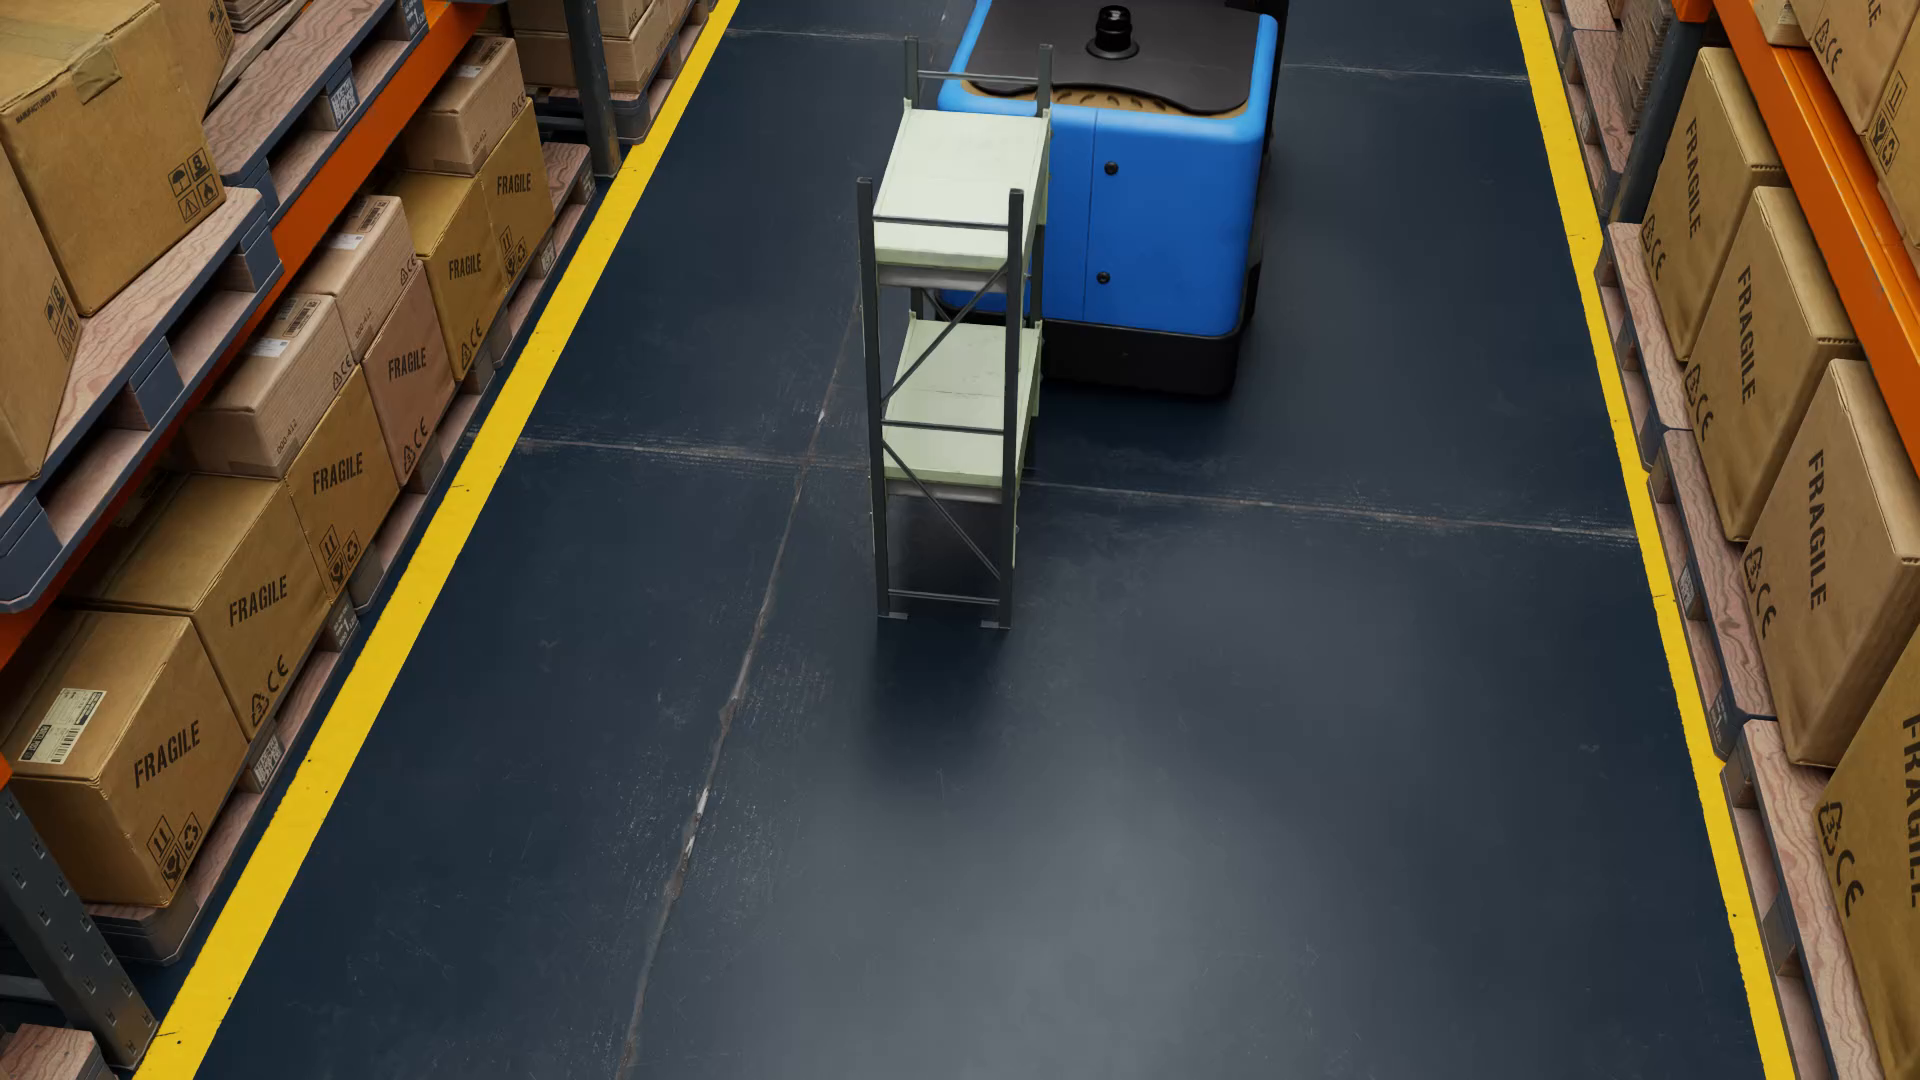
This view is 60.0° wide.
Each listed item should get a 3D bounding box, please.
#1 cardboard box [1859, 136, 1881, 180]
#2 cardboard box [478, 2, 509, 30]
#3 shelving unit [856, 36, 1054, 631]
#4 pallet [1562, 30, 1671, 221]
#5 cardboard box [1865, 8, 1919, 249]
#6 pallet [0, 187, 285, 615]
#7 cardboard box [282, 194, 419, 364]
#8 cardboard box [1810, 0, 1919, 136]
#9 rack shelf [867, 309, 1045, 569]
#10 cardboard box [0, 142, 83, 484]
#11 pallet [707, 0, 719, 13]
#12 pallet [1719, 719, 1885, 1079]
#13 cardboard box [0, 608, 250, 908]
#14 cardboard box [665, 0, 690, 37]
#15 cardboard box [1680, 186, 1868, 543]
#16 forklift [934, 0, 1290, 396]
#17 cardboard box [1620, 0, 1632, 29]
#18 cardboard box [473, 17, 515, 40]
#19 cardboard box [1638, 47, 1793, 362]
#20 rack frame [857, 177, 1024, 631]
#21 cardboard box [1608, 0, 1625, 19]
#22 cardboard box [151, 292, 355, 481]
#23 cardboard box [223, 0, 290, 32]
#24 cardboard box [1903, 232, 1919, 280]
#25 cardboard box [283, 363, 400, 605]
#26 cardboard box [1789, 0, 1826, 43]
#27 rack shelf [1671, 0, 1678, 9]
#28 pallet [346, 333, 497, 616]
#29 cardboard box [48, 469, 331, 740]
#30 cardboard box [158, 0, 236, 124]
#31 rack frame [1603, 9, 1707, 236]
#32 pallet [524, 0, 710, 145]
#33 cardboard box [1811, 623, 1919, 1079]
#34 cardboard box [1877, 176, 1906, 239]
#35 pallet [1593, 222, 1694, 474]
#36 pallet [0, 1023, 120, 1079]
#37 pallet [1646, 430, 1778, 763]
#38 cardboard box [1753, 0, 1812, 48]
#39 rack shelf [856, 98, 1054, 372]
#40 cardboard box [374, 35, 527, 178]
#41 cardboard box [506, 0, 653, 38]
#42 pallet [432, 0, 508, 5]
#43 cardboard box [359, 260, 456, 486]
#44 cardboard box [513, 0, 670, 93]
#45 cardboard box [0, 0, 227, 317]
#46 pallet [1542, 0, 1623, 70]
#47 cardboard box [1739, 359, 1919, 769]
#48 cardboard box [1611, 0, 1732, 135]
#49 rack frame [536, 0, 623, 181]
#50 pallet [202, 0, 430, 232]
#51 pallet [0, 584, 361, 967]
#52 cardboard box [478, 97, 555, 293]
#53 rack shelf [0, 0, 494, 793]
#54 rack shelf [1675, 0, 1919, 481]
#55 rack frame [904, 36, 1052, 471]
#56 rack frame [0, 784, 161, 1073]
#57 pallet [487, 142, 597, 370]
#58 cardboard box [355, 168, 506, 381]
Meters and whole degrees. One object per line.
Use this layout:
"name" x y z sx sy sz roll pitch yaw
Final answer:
"cardboard box" 2.592 -1.033 4.327 0.380 0.149 0.250 6 44 6
"cardboard box" -2.078 -2.384 6.873 0.500 0.311 0.500 6 44 7
"shelving unit" 0.001 -0.549 4.739 0.431 1.500 0.755 5 44 6
"pallet" 3.113 -1.719 6.912 1.003 0.211 1.213 5 44 6
"cardboard box" 2.484 -0.993 3.814 0.500 0.500 0.500 6 44 7
"pallet" -2.218 -0.386 3.616 1.003 0.211 1.213 5 44 6
"cardboard box" -1.928 -0.776 4.841 0.500 0.250 0.500 4 44 5
"cardboard box" 2.545 -1.349 4.189 0.500 0.500 0.500 5 44 5
"rack shelf" 0.001 -0.312 4.963 0.431 0.370 0.720 5 44 6
"cardboard box" -2.147 -0.412 3.126 0.700 0.500 0.500 -8 44 -9
"pallet" -1.592 -3.021 8.287 1.003 0.211 1.213 5 44 6
"pallet" 2.506 1.007 4.033 1.003 0.211 1.213 5 44 6
"cardboard box" -2.126 0.519 4.018 0.500 0.500 0.500 3 44 4
"cardboard box" -1.477 -2.474 7.376 0.500 0.250 0.500 4 44 4
"cardboard box" 2.658 -0.486 4.839 0.750 0.750 0.750 5 44 5
"forklift" 0.700 -2.581 5.844 1.130 2.935 3.031 8 44 8
"cardboard box" 3.235 -2.287 6.982 0.700 0.500 0.500 5 44 5
"cardboard box" -2.075 -2.182 7.067 0.500 0.250 0.500 6 44 7
"cardboard box" 2.781 -1.082 5.469 0.750 0.750 0.750 5 44 5
"rack frame" -0.048 -0.300 4.476 0.400 1.500 0.023 5 44 6
"cardboard box" 3.272 -2.628 7.342 0.700 0.500 0.500 5 44 5
"cardboard box" -1.994 -0.434 4.480 0.500 0.250 0.500 5 44 6
"cardboard box" -2.185 -1.790 4.581 0.700 0.500 0.500 13 45 13
"cardboard box" 2.501 -0.687 3.962 0.380 0.149 0.250 7 44 7
"cardboard box" -1.993 -0.185 4.762 0.500 0.500 0.500 6 44 6
"cardboard box" 2.612 -1.687 4.546 0.500 0.500 0.500 7 44 7
"rack shelf" 3.272 -3.301 7.078 1.077 0.370 4.000 5 44 6
"pallet" -2.203 -0.300 5.413 1.003 0.211 1.213 5 44 6
"cardboard box" -2.067 0.155 4.403 0.500 0.500 0.500 6 44 6
"cardboard box" -2.259 -1.319 4.084 0.700 0.500 0.500 -5 44 -5
"rack frame" 3.008 -2.199 5.391 1.000 3.000 0.127 5 44 6
"pallet" -1.755 -2.192 7.411 1.003 0.211 1.213 5 44 6
"cardboard box" 2.436 0.700 3.587 0.750 0.750 0.750 6 44 6
"cardboard box" 2.543 -0.866 4.151 0.380 0.149 0.250 5 44 6
"pallet" 2.829 -0.656 5.790 1.003 0.211 1.213 5 44 6
"pallet" -2.523 1.560 3.449 1.003 0.211 1.213 5 44 6
"pallet" 2.665 0.173 4.914 1.003 0.211 1.213 5 44 6
"cardboard box" 2.574 -1.568 4.892 0.380 0.149 0.250 6 44 7
"rack shelf" 0.001 -0.833 4.471 0.431 0.370 0.720 5 44 6
"cardboard box" -1.797 -1.474 5.578 0.500 0.250 0.500 7 44 7
"cardboard box" -1.542 -2.335 6.821 0.500 0.311 0.500 7 44 7
"pallet" -1.923 -2.109 5.435 1.213 0.211 1.003 5 44 6
"cardboard box" -1.926 -0.529 5.126 0.500 0.500 0.500 4 44 4
"cardboard box" -1.542 -2.131 7.014 0.500 0.250 0.500 5 44 5
"cardboard box" -2.119 -0.887 3.627 0.700 0.500 0.500 12 45 12
"pallet" 3.276 -2.548 7.788 1.003 0.211 1.213 5 44 6
"cardboard box" 2.551 0.094 4.227 0.750 0.750 0.750 6 44 7
"cardboard box" 3.051 -1.947 6.622 0.700 0.500 0.500 6 44 6
"rack frame" -1.903 -2.647 5.864 1.000 3.000 0.127 5 44 6
"pallet" -2.155 -1.252 4.530 1.003 0.211 1.213 5 44 6
"pallet" -2.362 0.534 4.533 1.003 0.211 1.213 5 44 6
"cardboard box" -1.794 -1.240 5.876 0.500 0.500 0.500 7 44 7
"rack shelf" -2.167 -1.023 4.672 1.077 0.370 4.000 5 44 6
"rack shelf" 2.743 -0.575 4.199 1.077 0.370 4.000 5 44 6
"rack frame" 0.049 -0.799 5.003 0.400 1.500 0.023 5 44 6
"rack frame" -2.432 0.079 2.985 1.000 3.000 0.127 5 44 6
"pallet" -2.039 -1.129 6.289 1.003 0.211 1.213 5 44 6
"cardboard box" -1.863 -0.888 5.504 0.500 0.500 0.500 4 44 4
